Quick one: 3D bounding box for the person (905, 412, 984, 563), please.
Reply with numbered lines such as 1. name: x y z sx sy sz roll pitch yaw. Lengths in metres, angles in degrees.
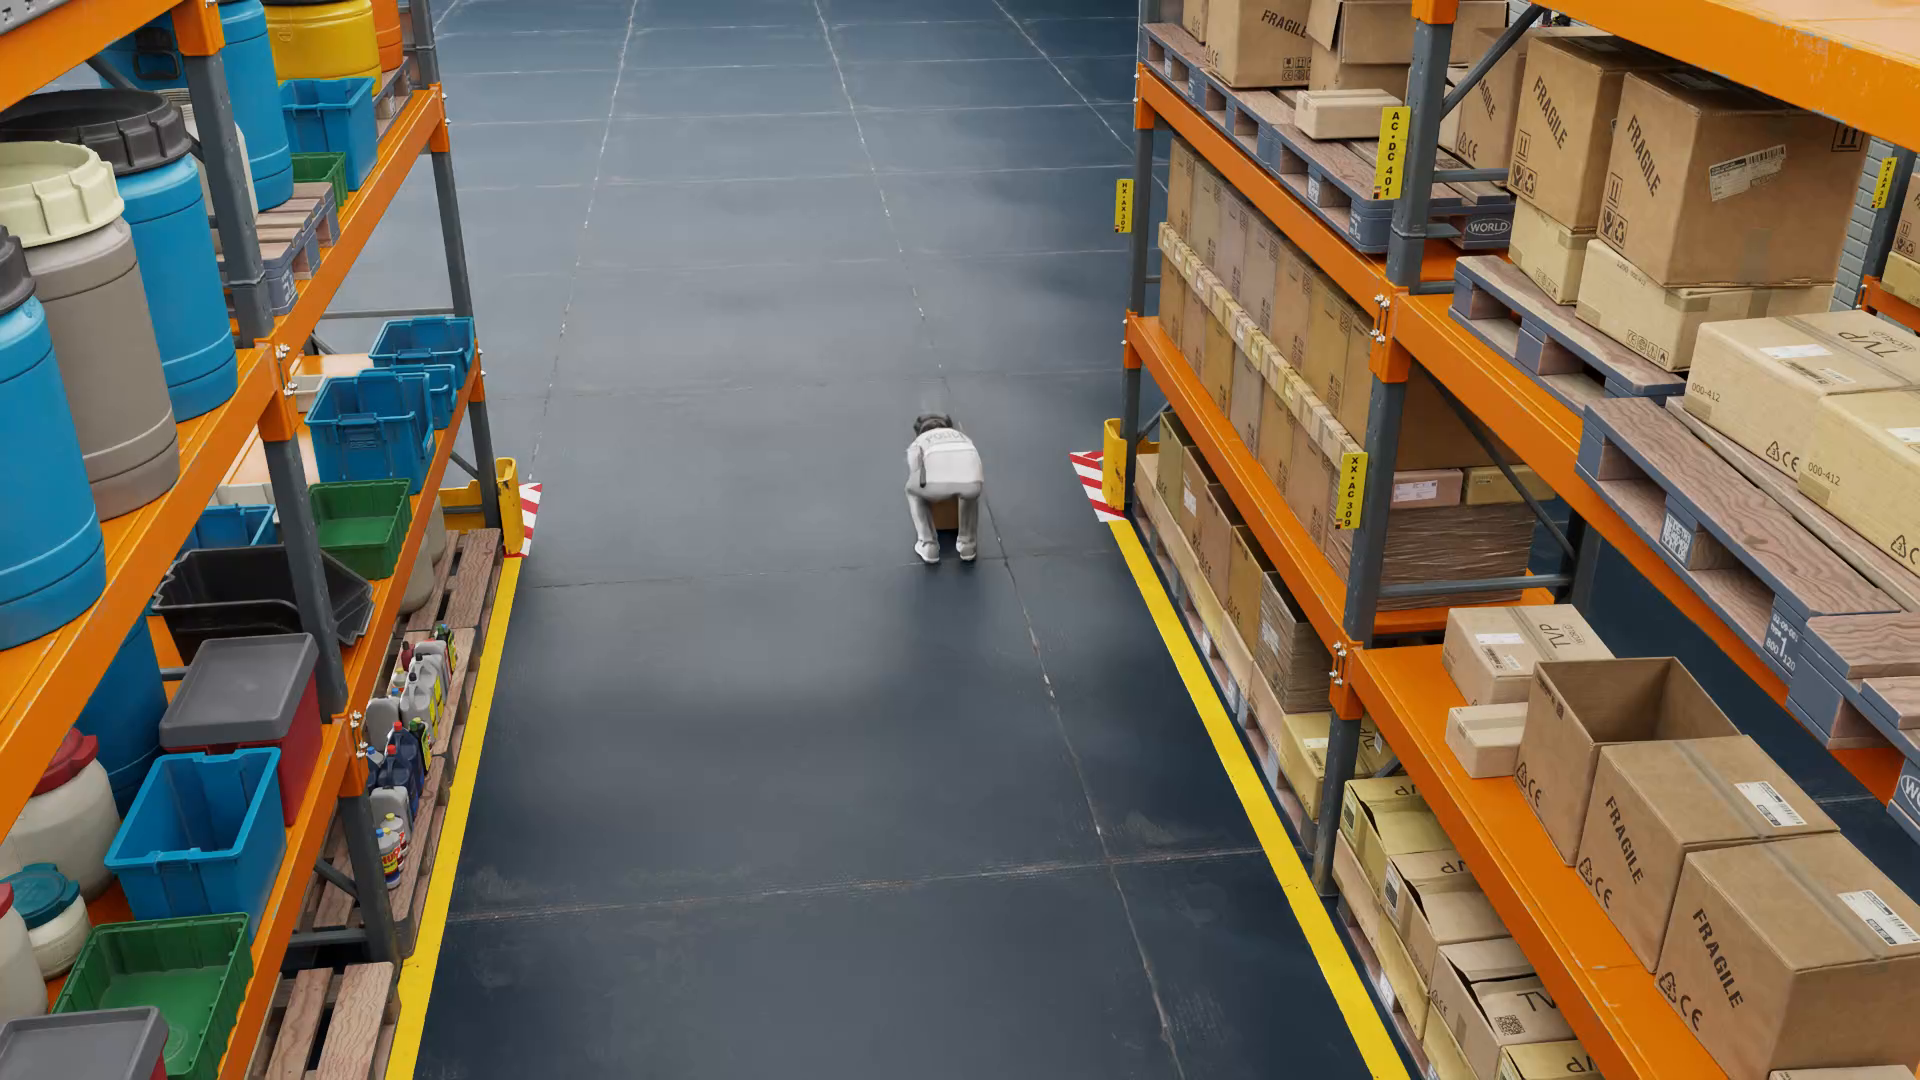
1. person: -0.108 -0.322 10.234 0.461 0.784 0.911 -5 28 -9
